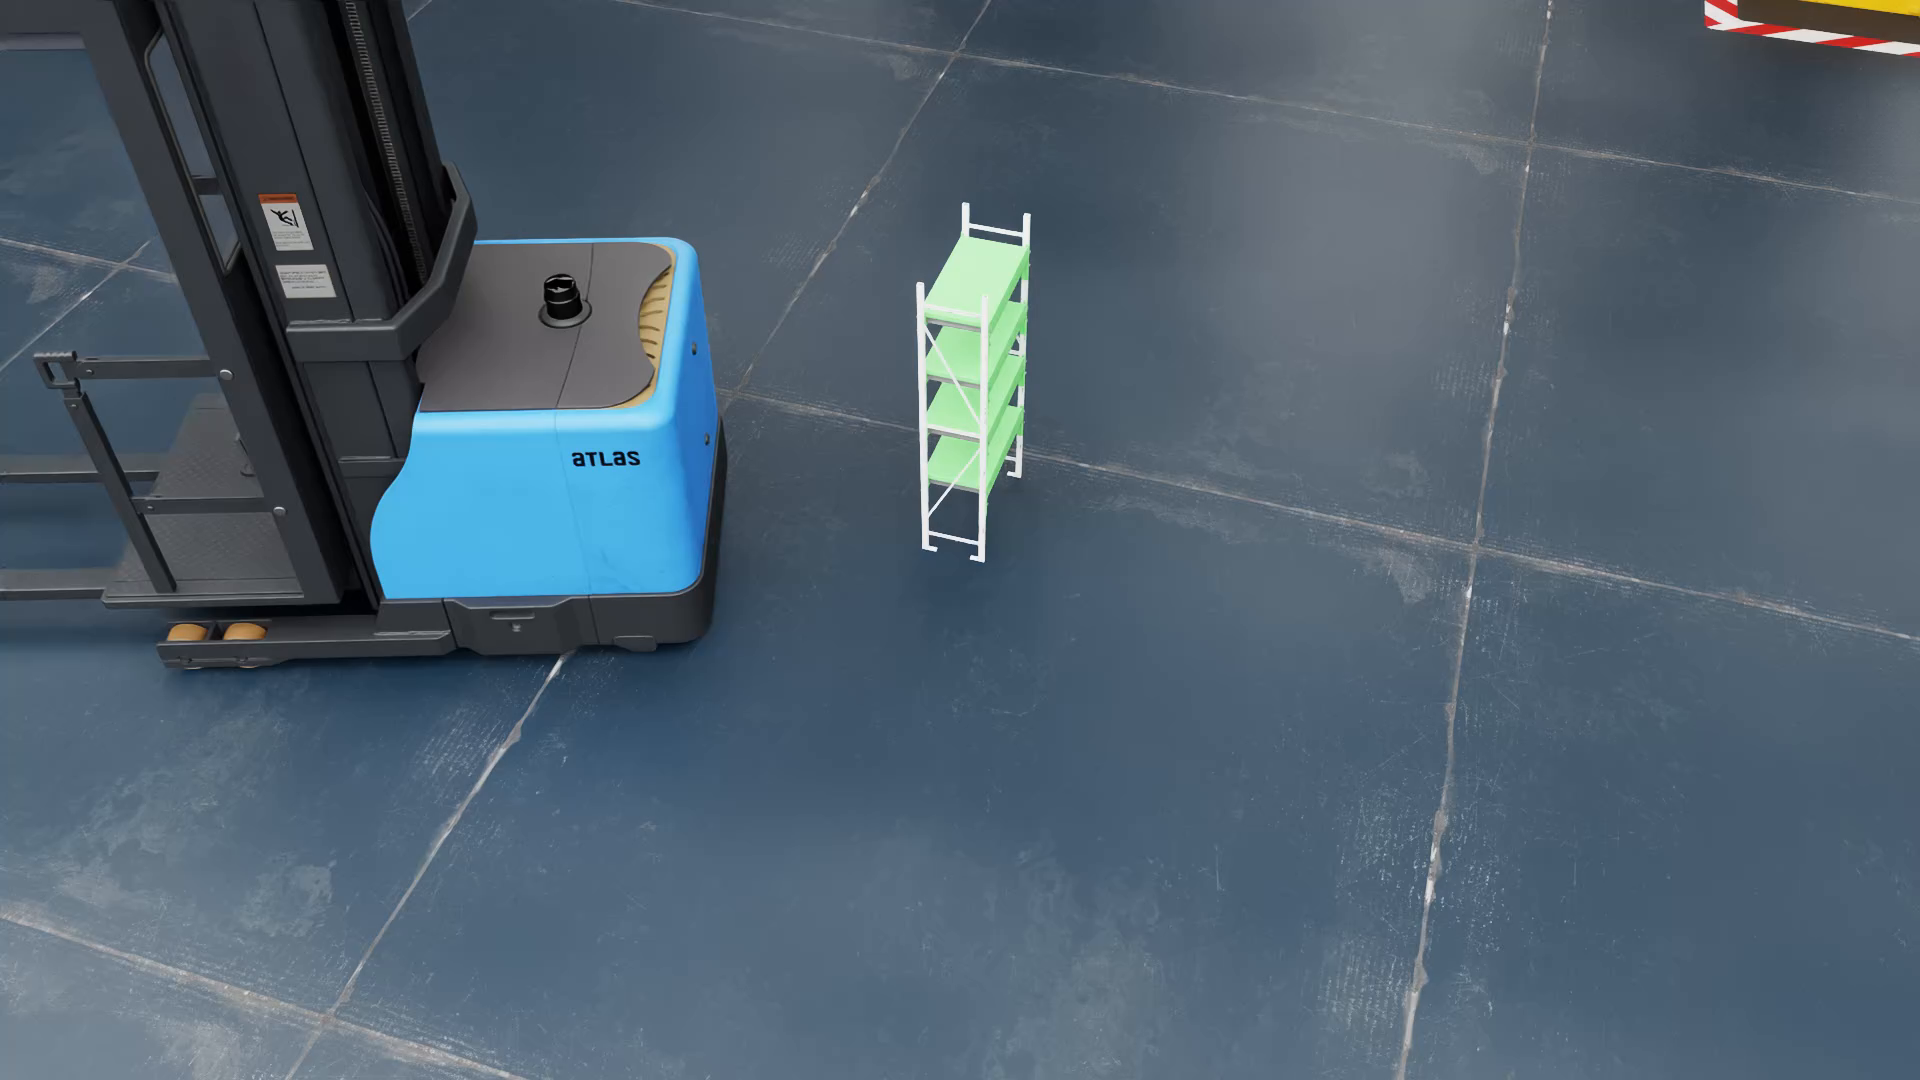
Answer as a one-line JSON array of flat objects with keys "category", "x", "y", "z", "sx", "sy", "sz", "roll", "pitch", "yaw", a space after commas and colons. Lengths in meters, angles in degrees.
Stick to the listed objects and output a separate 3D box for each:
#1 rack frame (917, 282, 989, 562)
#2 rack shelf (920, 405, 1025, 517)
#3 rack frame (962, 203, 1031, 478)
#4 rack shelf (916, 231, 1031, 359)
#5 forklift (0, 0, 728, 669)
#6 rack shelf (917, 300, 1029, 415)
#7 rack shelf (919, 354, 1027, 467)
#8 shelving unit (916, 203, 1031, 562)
[{"category": "rack frame", "x": -0.024, "y": -0.377, "z": 5.777, "sx": 0.240, "sy": 1.200, "sz": 0.015, "roll": 13, "pitch": 46, "yaw": 12}, {"category": "rack shelf", "x": 0.050, "y": -0.322, "z": 6.156, "sx": 0.258, "sy": 0.148, "sz": 0.480, "roll": 13, "pitch": 46, "yaw": 12}, {"category": "rack frame", "x": 0.124, "y": -0.702, "z": 6.109, "sx": 0.240, "sy": 1.200, "sz": 0.015, "roll": 13, "pitch": 46, "yaw": 12}, {"category": "rack shelf", "x": 0.050, "y": -0.837, "z": 5.652, "sx": 0.258, "sy": 0.148, "sz": 0.480, "roll": 13, "pitch": 46, "yaw": 12}, {"category": "forklift", "x": -2.403, "y": -0.975, "z": 5.151, "sx": 3.031, "sy": 2.935, "sz": 1.130, "roll": -1, "pitch": 44, "yaw": -1}, {"category": "rack shelf", "x": 0.050, "y": -0.665, "z": 5.820, "sx": 0.258, "sy": 0.148, "sz": 0.480, "roll": 13, "pitch": 46, "yaw": 12}, {"category": "rack shelf", "x": 0.050, "y": -0.494, "z": 5.988, "sx": 0.258, "sy": 0.148, "sz": 0.480, "roll": 13, "pitch": 46, "yaw": 12}, {"category": "shelving unit", "x": 0.050, "y": -0.539, "z": 5.943, "sx": 0.258, "sy": 1.200, "sz": 0.503, "roll": 13, "pitch": 46, "yaw": 12}]
